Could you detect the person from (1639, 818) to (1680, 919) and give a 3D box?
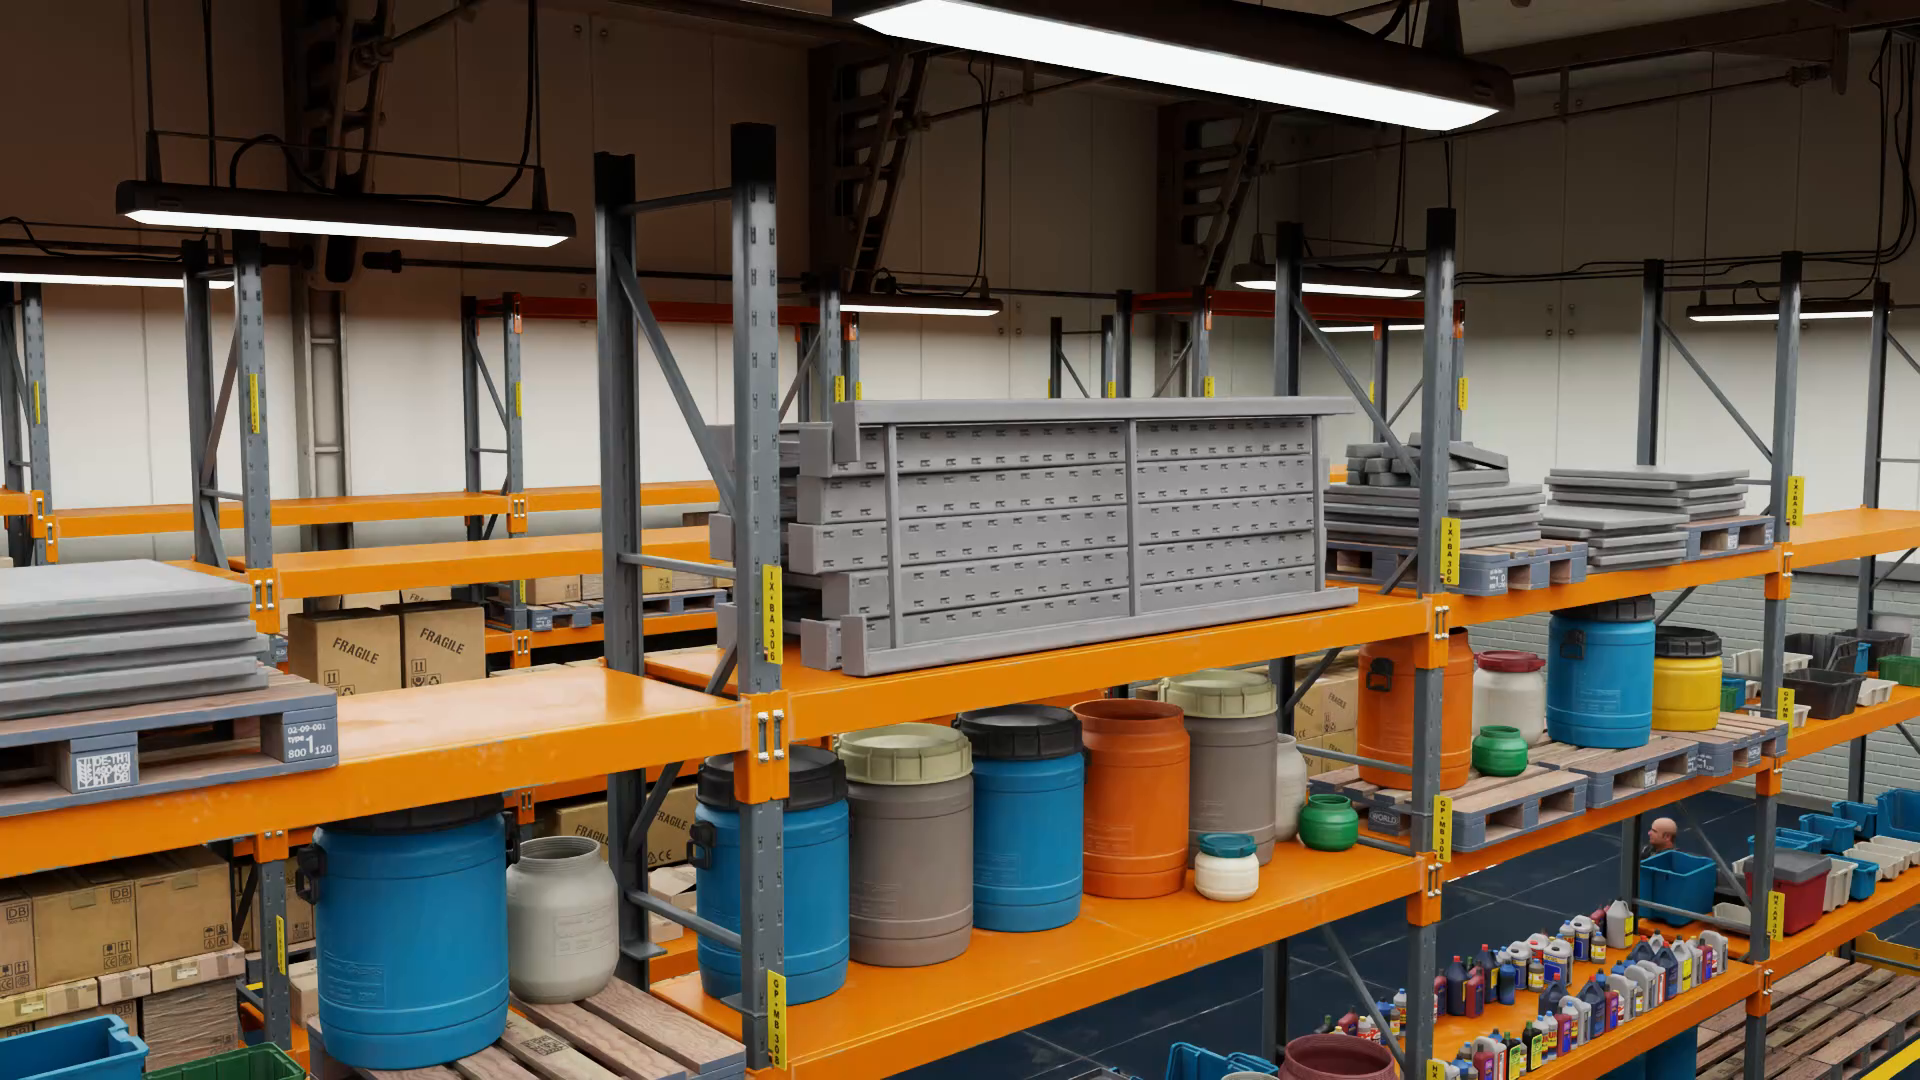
[{"bbox_3d":[5.566,3.032,13.404,1.049,1.612,0.627,-2,6,-23],"label":"person"}]
